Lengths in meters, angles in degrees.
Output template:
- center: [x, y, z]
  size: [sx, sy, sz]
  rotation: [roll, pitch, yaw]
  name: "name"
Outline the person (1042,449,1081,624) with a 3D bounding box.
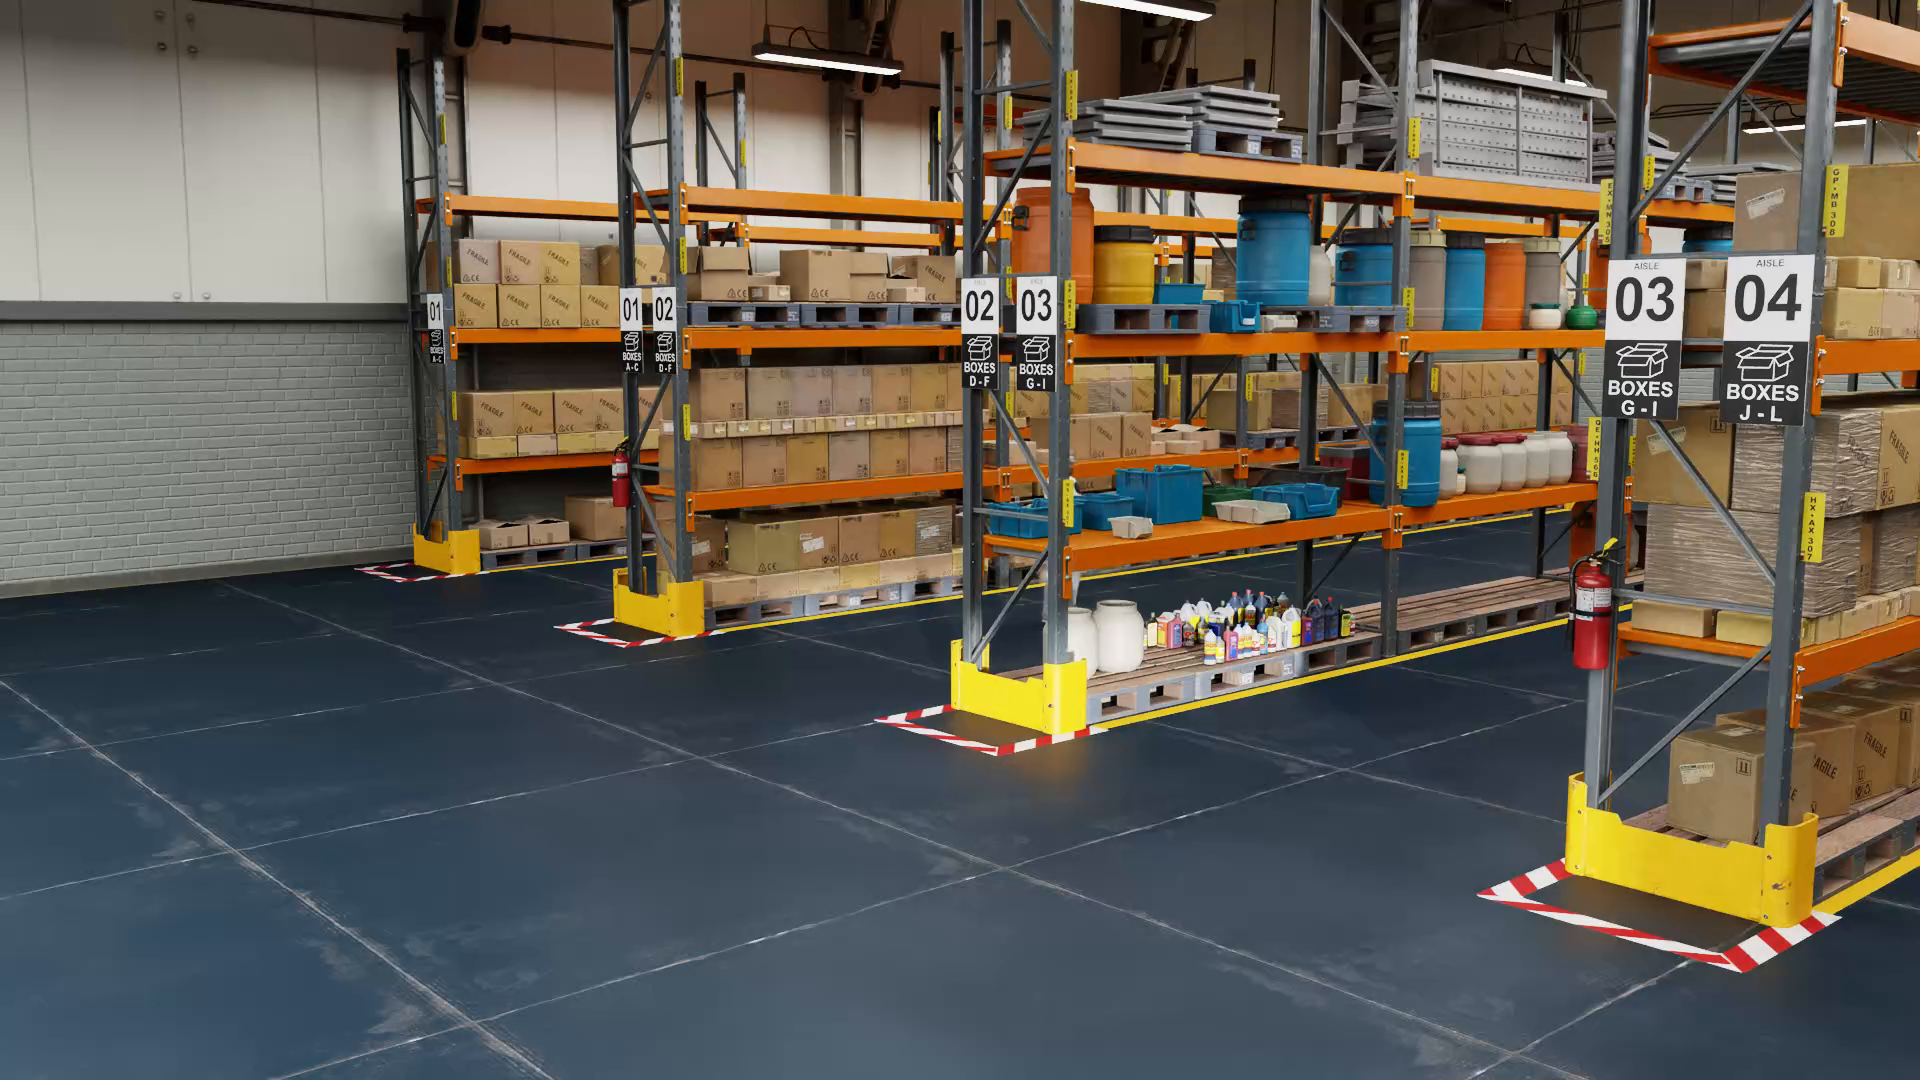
- center: [1.026, -0.032, 15.919]
  size: [0.474, 1.689, 0.466]
  rotation: [-7, 10, -41]
  name: "person"
